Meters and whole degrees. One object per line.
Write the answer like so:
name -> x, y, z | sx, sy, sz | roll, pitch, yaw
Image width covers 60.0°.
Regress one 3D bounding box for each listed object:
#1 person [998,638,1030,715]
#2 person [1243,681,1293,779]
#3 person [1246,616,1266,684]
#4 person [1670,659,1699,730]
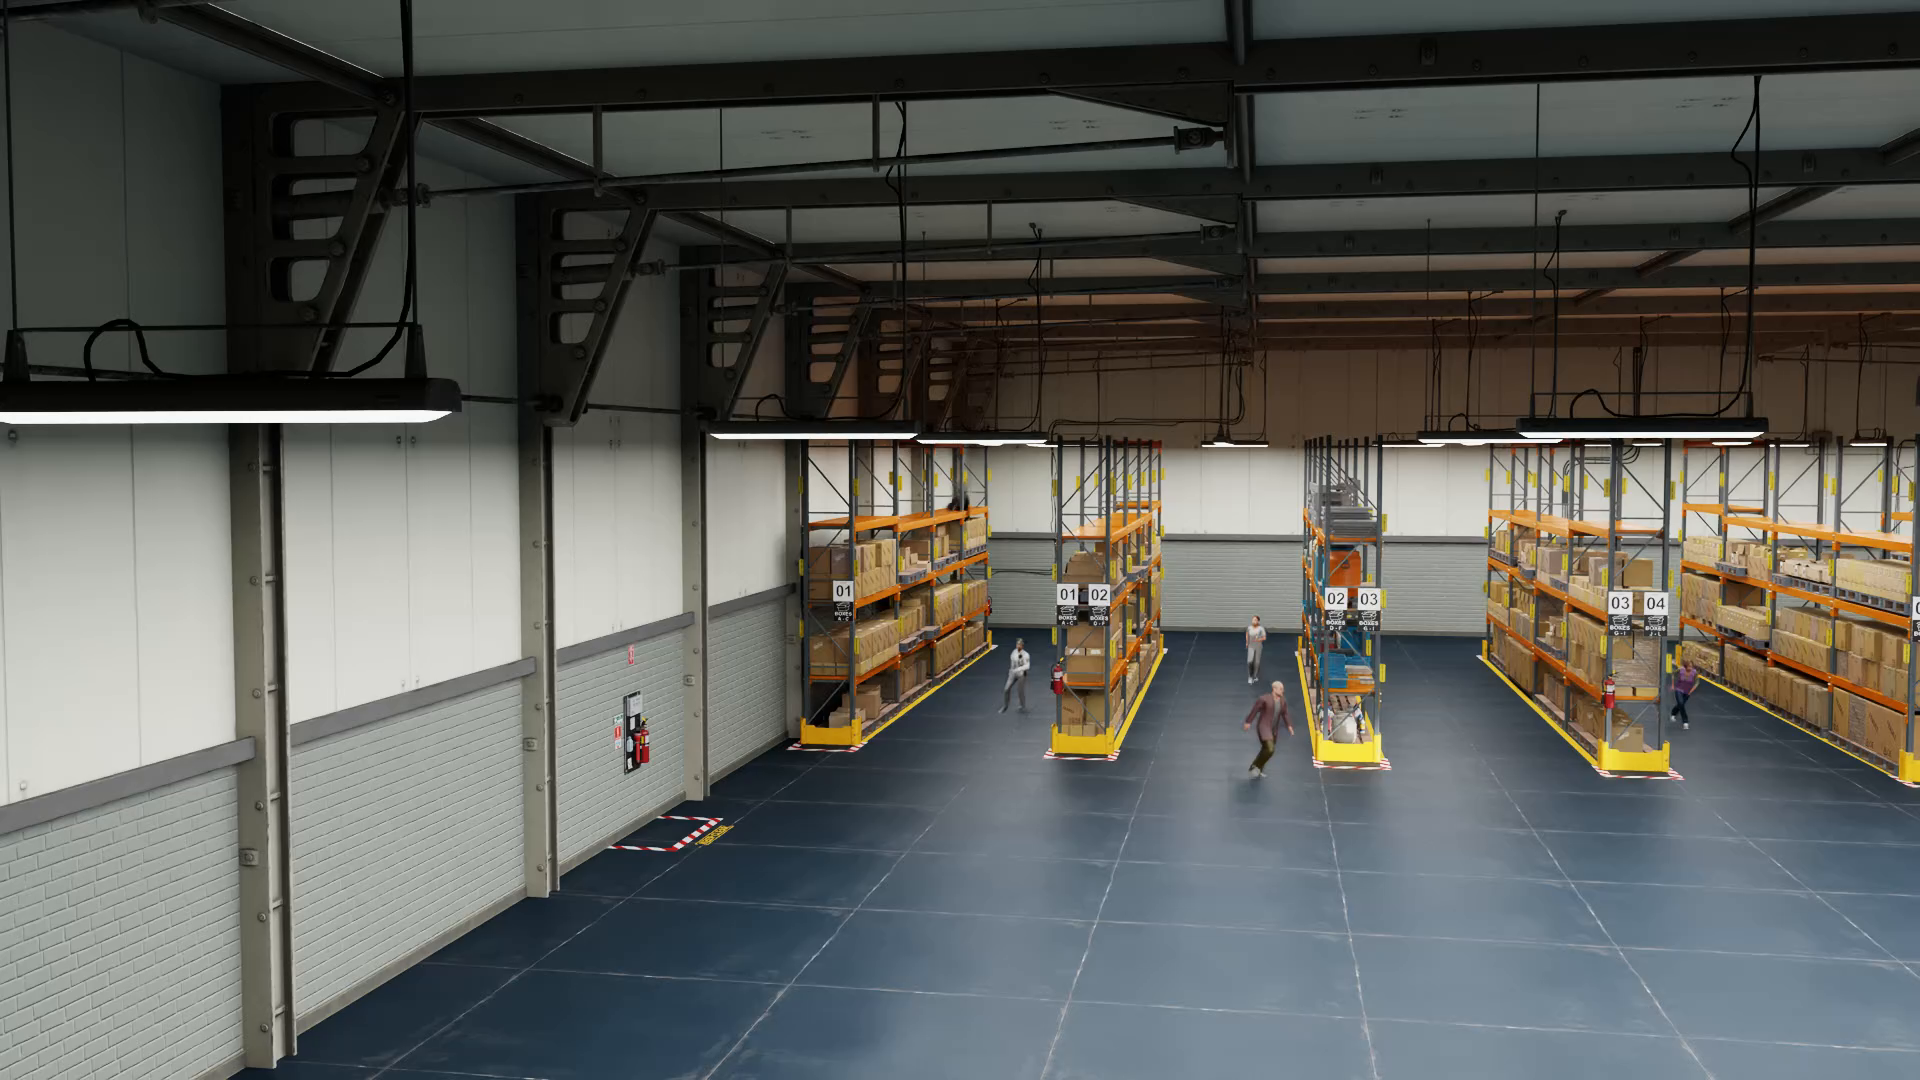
person -> 1.248, 2.936, 35.966 | 0.662, 1.663, 0.772 | 2, 4, 31
person -> 5.372, 3.293, 28.841 | 0.673, 1.727, 0.760 | -2, 4, -34
person -> 7.238, 2.685, 40.713 | 0.516, 1.679, 0.689 | 1, 3, 18
person -> 14.932, 3.135, 34.330 | 0.515, 1.441, 0.972 | 1, 3, 10
